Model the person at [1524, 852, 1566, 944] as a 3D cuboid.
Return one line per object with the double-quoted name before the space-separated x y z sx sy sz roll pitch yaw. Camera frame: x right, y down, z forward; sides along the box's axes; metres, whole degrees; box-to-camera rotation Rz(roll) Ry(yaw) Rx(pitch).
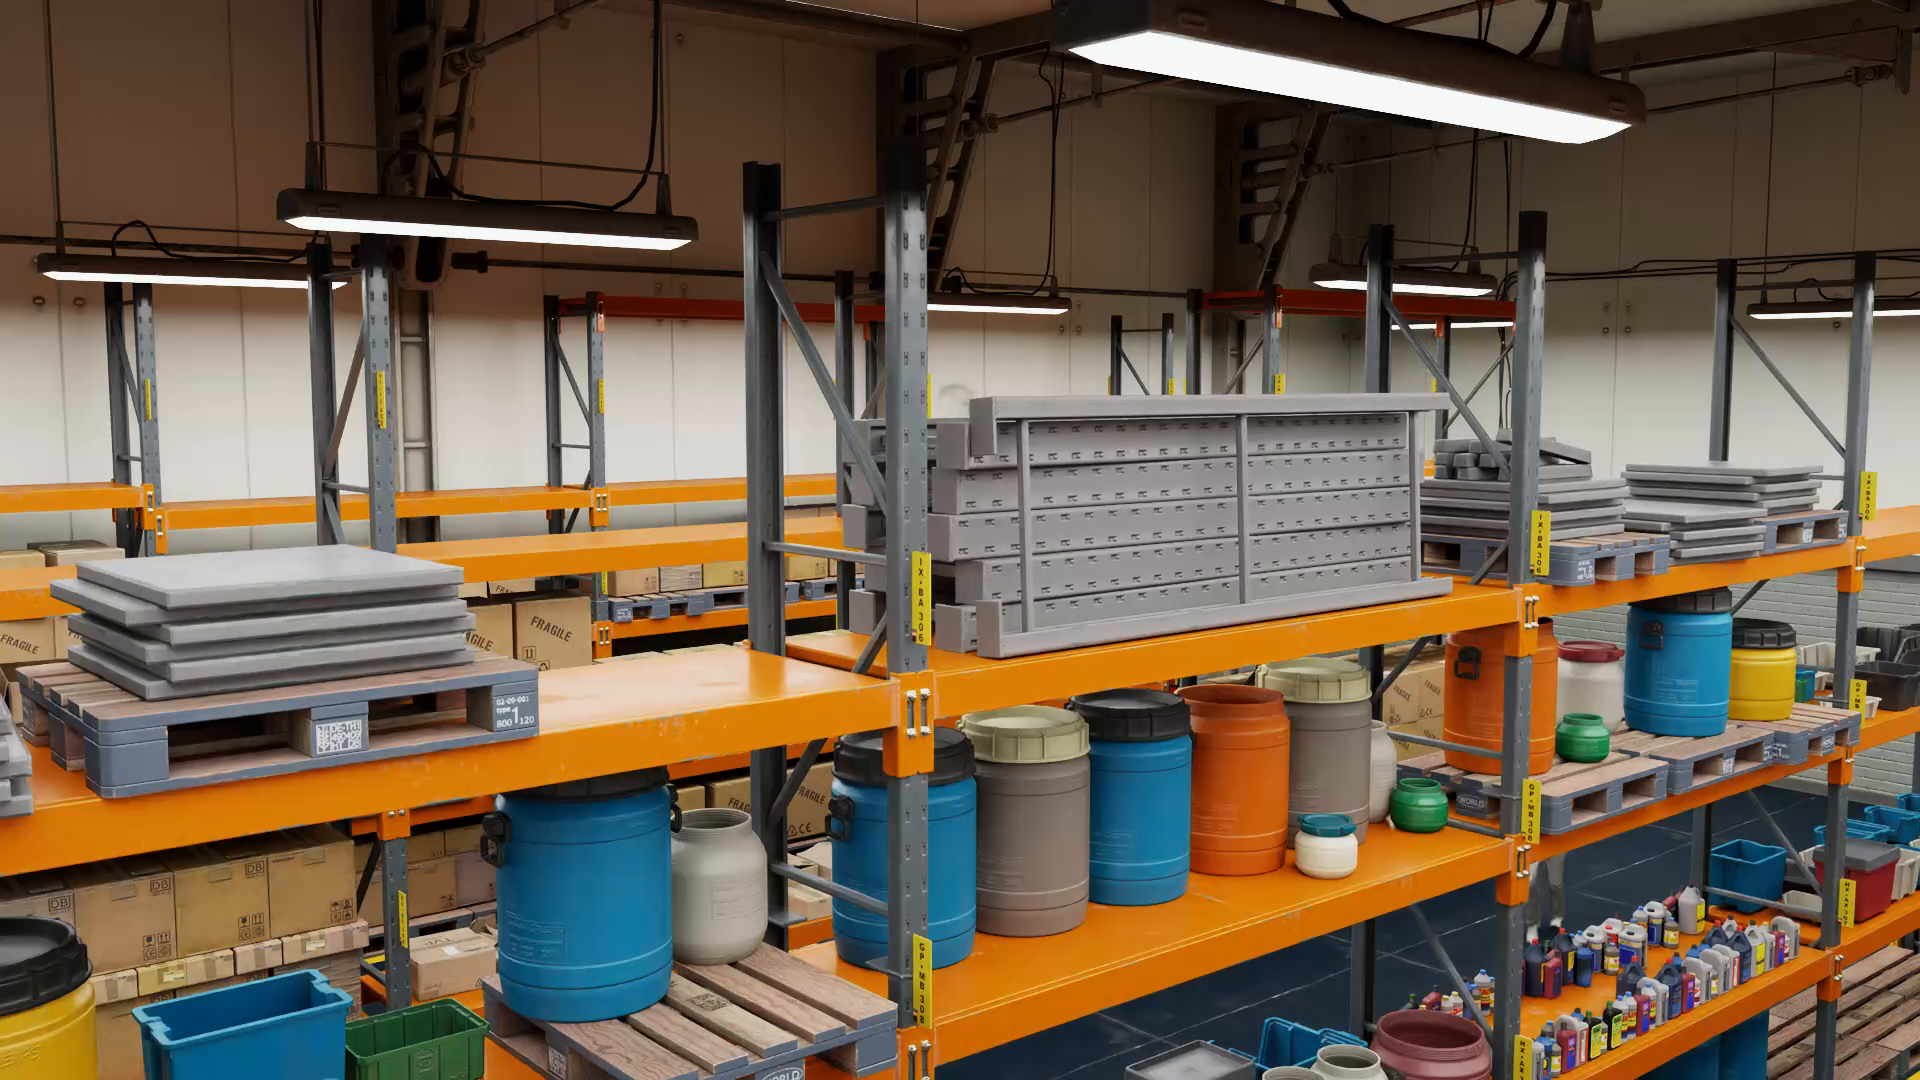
"person" 5.414 2.860 15.375 0.529 1.715 0.816 4 7 35
